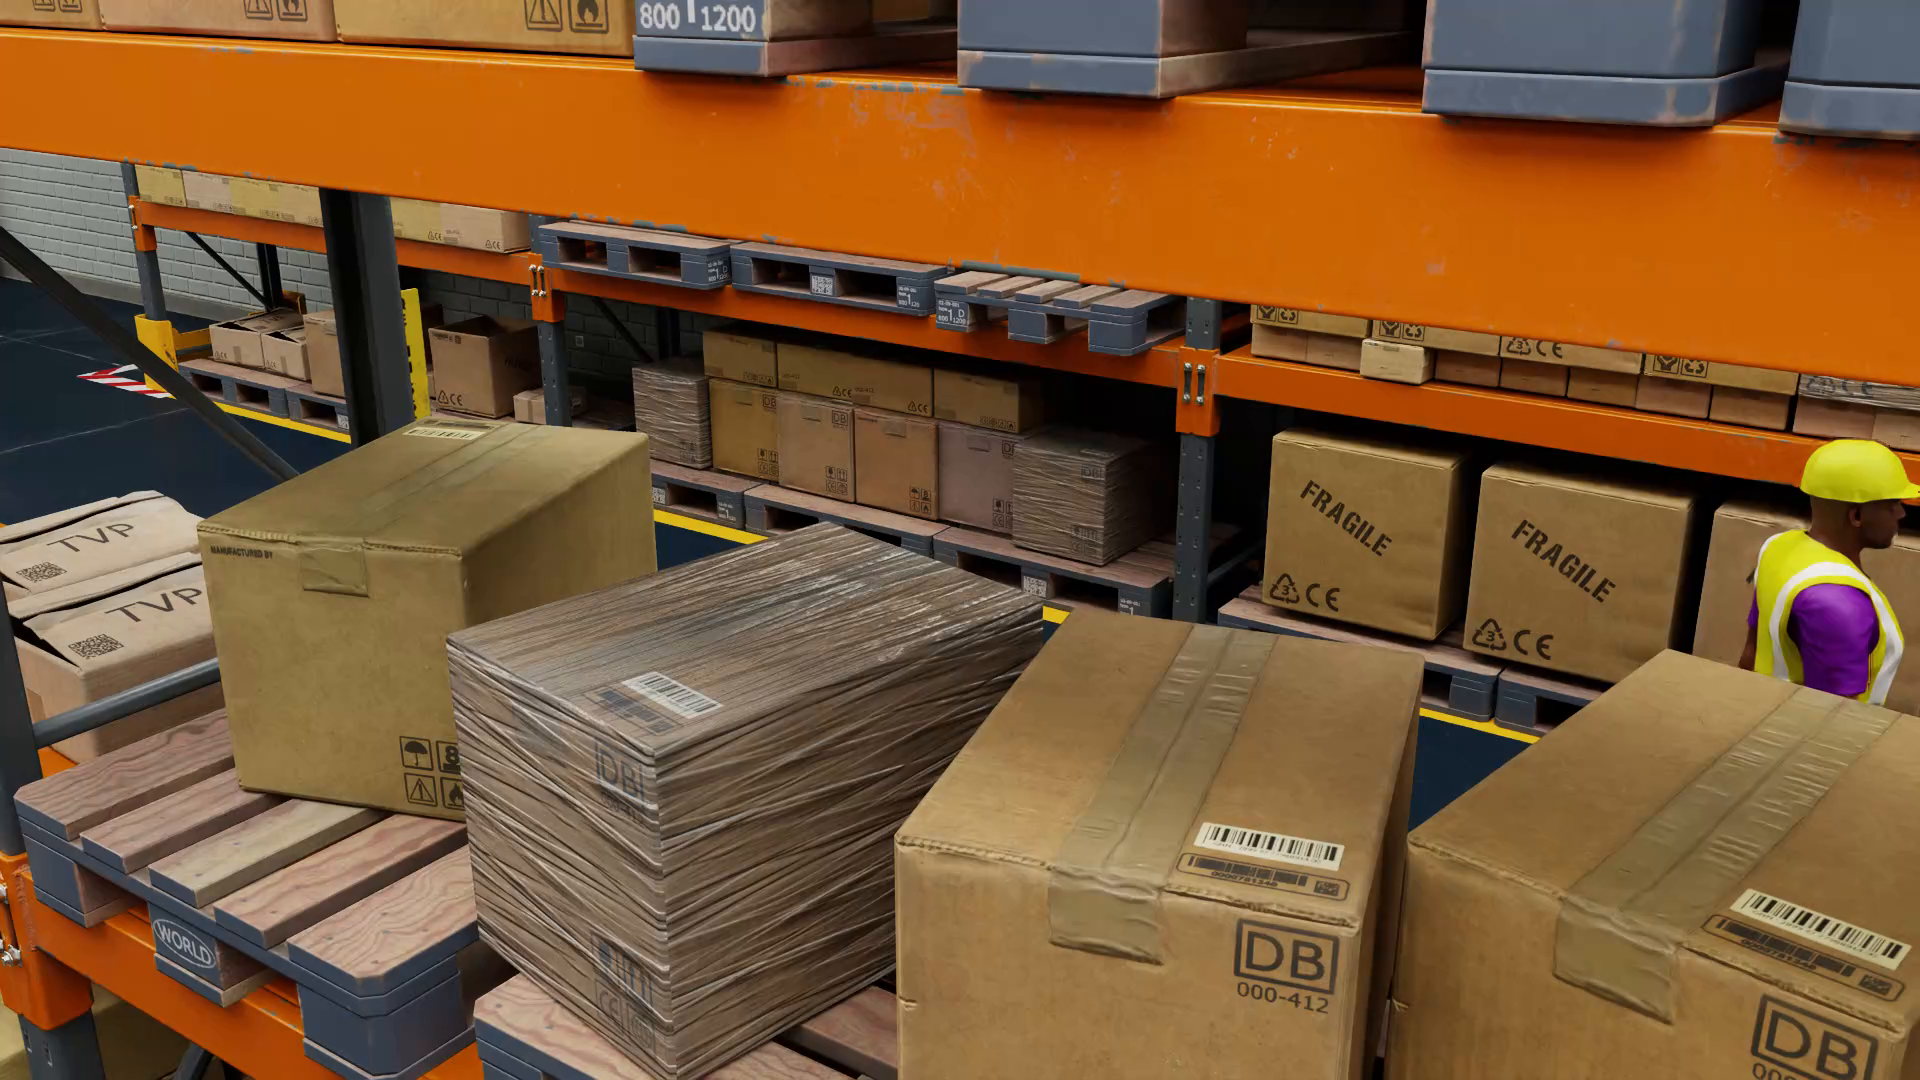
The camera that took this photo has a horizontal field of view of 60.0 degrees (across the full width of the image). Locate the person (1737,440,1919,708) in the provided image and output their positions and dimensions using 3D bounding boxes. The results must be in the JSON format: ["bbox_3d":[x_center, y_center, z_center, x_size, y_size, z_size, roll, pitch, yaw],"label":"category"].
[{"bbox_3d":[2.246,0.568,4.461,1.024,1.715,0.573,7,21,20],"label":"person"}]
